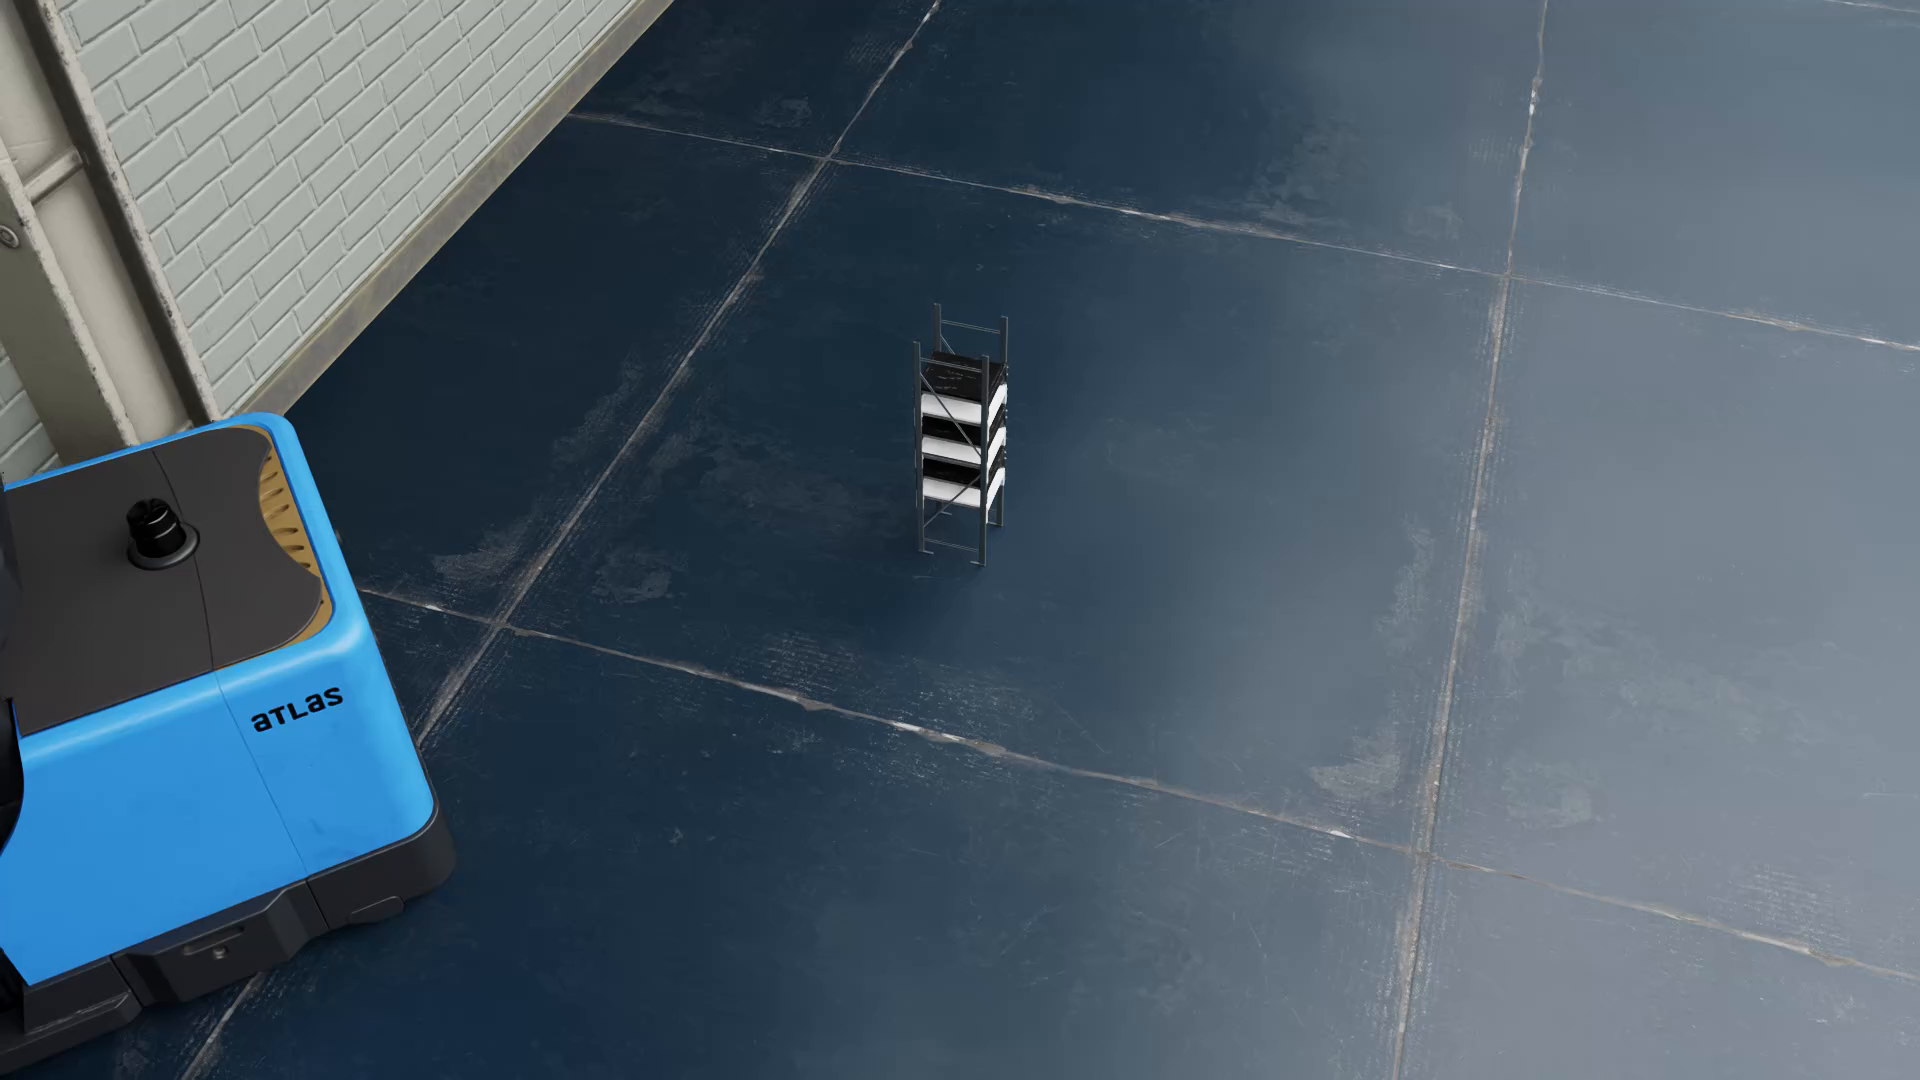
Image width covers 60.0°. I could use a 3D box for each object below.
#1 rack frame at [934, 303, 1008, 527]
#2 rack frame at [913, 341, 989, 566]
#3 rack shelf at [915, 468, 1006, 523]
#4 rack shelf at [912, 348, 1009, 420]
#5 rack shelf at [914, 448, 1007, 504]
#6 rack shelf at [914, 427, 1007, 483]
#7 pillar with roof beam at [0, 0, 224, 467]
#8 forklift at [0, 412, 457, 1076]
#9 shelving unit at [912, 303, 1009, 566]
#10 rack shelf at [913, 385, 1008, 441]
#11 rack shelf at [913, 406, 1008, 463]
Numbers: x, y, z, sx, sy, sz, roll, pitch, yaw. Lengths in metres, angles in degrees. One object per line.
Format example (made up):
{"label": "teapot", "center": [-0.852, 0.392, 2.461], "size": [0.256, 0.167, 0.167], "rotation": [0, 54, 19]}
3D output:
{"label": "rack frame", "center": [0.033, -0.395, 5.510], "size": [0.240, 0.900, 0.006], "rotation": [13, 46, 12]}
{"label": "rack frame", "center": [-0.028, -0.259, 5.372], "size": [0.240, 0.900, 0.006], "rotation": [13, 46, 12]}
{"label": "rack shelf", "center": [0.002, -0.175, 5.590], "size": [0.258, 0.077, 0.200], "rotation": [13, 46, 12]}
{"label": "rack shelf", "center": [0.002, -0.496, 5.275], "size": [0.258, 0.077, 0.200], "rotation": [13, 46, 12]}
{"label": "rack shelf", "center": [0.002, -0.239, 5.527], "size": [0.258, 0.077, 0.200], "rotation": [13, 46, 12]}
{"label": "rack shelf", "center": [0.002, -0.303, 5.464], "size": [0.258, 0.077, 0.200], "rotation": [13, 46, 12]}
{"label": "pillar with roof beam", "center": [1.466, -2.277, 1.643], "size": [9.100, 9.000, 0.400], "rotation": [13, 46, 13]}
{"label": "forklift", "center": [-2.972, 0.127, 3.525], "size": [3.031, 2.935, 1.130], "rotation": [-21, 48, -20]}
{"label": "shelving unit", "center": [0.002, -0.327, 5.441], "size": [0.258, 0.900, 0.210], "rotation": [13, 46, 12]}
{"label": "rack shelf", "center": [0.002, -0.432, 5.338], "size": [0.258, 0.077, 0.200], "rotation": [13, 46, 12]}
{"label": "rack shelf", "center": [0.002, -0.368, 5.401], "size": [0.258, 0.077, 0.200], "rotation": [13, 46, 12]}
